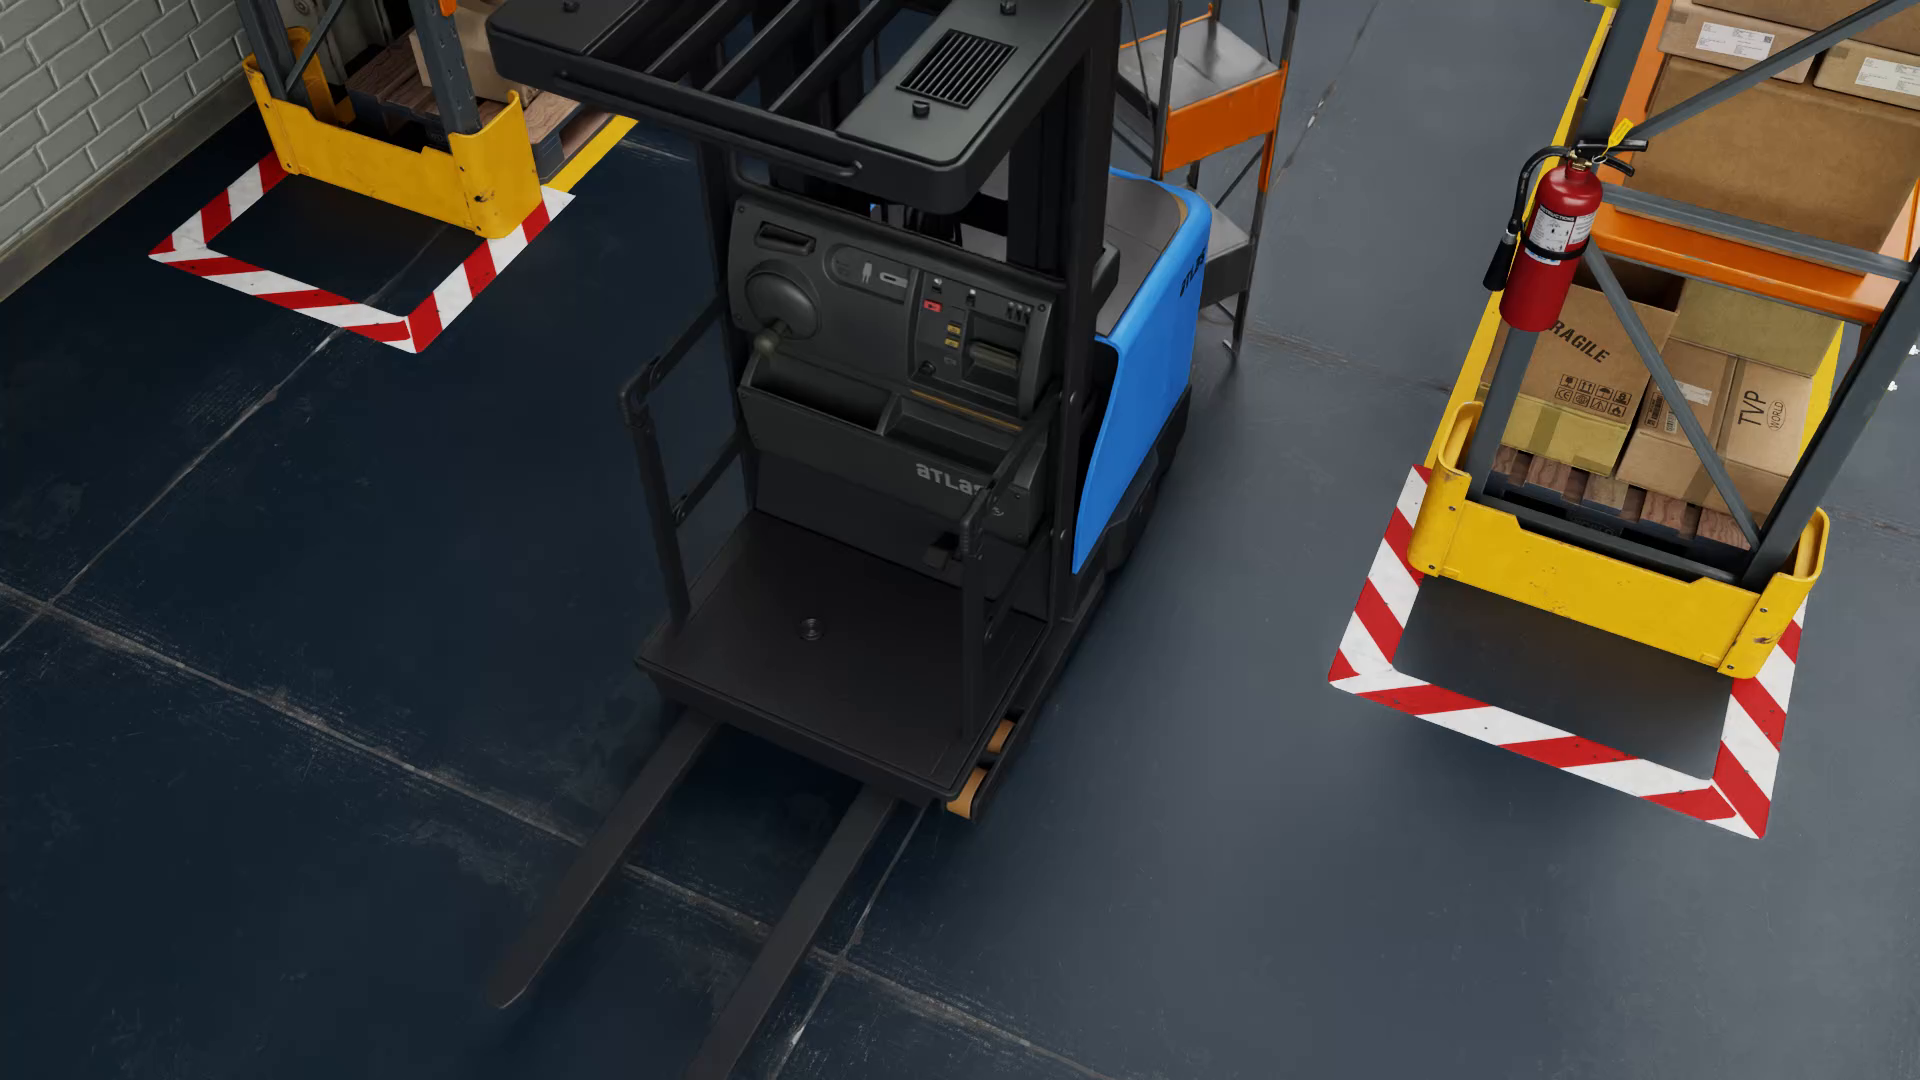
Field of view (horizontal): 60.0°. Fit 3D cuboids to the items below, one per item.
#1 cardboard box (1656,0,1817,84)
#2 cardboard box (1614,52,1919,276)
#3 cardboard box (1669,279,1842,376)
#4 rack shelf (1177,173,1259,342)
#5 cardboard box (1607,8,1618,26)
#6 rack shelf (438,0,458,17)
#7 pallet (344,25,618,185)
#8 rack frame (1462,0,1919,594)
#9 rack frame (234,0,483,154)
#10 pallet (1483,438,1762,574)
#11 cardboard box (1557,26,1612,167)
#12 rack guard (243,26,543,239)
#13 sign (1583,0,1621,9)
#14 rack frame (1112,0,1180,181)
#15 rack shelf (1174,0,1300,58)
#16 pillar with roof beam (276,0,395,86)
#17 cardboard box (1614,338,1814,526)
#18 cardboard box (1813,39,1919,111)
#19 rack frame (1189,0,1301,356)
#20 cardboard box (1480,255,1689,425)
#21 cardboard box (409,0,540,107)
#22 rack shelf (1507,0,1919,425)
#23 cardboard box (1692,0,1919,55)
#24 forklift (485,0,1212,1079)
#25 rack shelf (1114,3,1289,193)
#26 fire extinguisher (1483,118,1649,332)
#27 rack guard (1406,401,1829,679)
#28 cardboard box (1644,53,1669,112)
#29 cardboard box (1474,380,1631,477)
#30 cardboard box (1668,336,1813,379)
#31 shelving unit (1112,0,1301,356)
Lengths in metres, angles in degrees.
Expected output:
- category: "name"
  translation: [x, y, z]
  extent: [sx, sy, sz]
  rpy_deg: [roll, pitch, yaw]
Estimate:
- category: "cardboard box"
  translation: [2.111, -1.399, 4.480]
  extent: [0.380, 0.149, 0.250]
  rpy_deg: [19, 52, 15]
- category: "cardboard box"
  translation: [2.332, -1.181, 4.720]
  extent: [0.700, 0.500, 0.500]
  rpy_deg: [20, 52, 16]
- category: "cardboard box"
  translation: [2.763, -0.962, 5.636]
  extent: [0.500, 0.500, 0.500]
  rpy_deg: [20, 52, 16]
- category: "rack shelf"
  translation: [0.748, -0.955, 6.121]
  extent: [0.480, 0.518, 0.431]
  rpy_deg: [-25, 54, -20]
- category: "cardboard box"
  translation: [2.709, -1.823, 6.369]
  extent: [0.500, 0.500, 0.500]
  rpy_deg: [20, 52, 16]
- category: "rack shelf"
  translation: [-1.506, -3.585, 7.303]
  extent: [1.077, 0.370, 4.000]
  rpy_deg: [20, 52, 16]
- category: "pallet"
  translation: [-1.948, -2.138, 7.430]
  extent: [1.003, 0.211, 1.213]
  rpy_deg: [20, 52, 16]
- category: "rack frame"
  translation: [2.121, -0.832, 4.488]
  extent: [1.000, 3.000, 0.127]
  rpy_deg: [20, 52, 16]
- category: "rack frame"
  translation: [-2.360, -2.441, 5.857]
  extent: [1.000, 3.000, 0.127]
  rpy_deg: [20, 52, 16]
- category: "pallet"
  translation: [2.409, -0.468, 6.010]
  extent: [1.003, 0.211, 1.213]
  rpy_deg: [20, 52, 16]
- category: "cardboard box"
  translation: [2.495, -1.479, 6.076]
  extent: [0.500, 0.500, 0.500]
  rpy_deg: [20, 52, 16]
- category: "rack guard"
  translation: [-2.327, -1.683, 6.854]
  extent: [1.175, 0.500, 0.348]
  rpy_deg: [20, 52, 16]
- category: "sign"
  translation: [1.636, -1.470, 4.115]
  extent: [0.100, 0.325, 0.005]
  rpy_deg: [20, 52, 16]
- category: "rack frame"
  translation: [0.541, -1.320, 5.494]
  extent: [0.015, 2.100, 0.400]
  rpy_deg: [-25, 54, -20]
- category: "rack shelf"
  translation: [0.748, -1.863, 5.055]
  extent: [0.480, 0.518, 0.431]
  rpy_deg: [-25, 54, -20]
- category: "pillar with roof beam"
  translation: [1.049, -3.748, 3.030]
  extent: [9.100, 9.000, 0.400]
  rpy_deg: [20, 52, 16]
- category: "cardboard box"
  translation: [2.551, -0.374, 5.628]
  extent: [0.500, 0.250, 0.500]
  rpy_deg: [20, 52, 16]
- category: "cardboard box"
  translation: [2.483, -1.274, 4.373]
  extent: [0.380, 0.149, 0.250]
  rpy_deg: [19, 52, 16]
- category: "rack frame"
  translation: [0.955, -1.516, 5.661]
  extent: [0.015, 2.100, 0.400]
  rpy_deg: [-25, 54, -20]
- category: "cardboard box"
  translation: [2.081, -0.786, 5.486]
  extent: [0.500, 0.500, 0.500]
  rpy_deg: [20, 52, 16]
- category: "cardboard box"
  translation: [-1.983, -2.159, 7.094]
  extent: [0.500, 0.311, 0.500]
  rpy_deg: [14, 51, 12]
- category: "rack shelf"
  translation: [2.975, -1.976, 5.934]
  extent: [1.077, 0.370, 4.000]
  rpy_deg: [20, 52, 16]
- category: "cardboard box"
  translation: [2.354, -1.638, 4.257]
  extent: [0.700, 0.500, 0.500]
  rpy_deg: [20, 52, 16]
- category: "forklift"
  translation: [-0.292, -0.503, 4.253]
  extent: [1.130, 2.935, 3.031]
  rpy_deg: [21, 53, 17]
- category: "rack shelf"
  translation: [0.748, -1.409, 5.588]
  extent: [0.480, 0.518, 0.431]
  rpy_deg: [-25, 54, -20]
- category: "fire extinguisher"
  translation: [1.650, -0.876, 4.577]
  extent: [0.296, 0.674, 0.183]
  rpy_deg: [20, 52, 16]
- category: "rack guard"
  translation: [2.110, -0.005, 5.426]
  extent: [1.175, 0.500, 0.348]
  rpy_deg: [20, 52, 16]
- category: "cardboard box"
  translation: [2.552, -1.545, 5.029]
  extent: [0.700, 0.500, 0.500]
  rpy_deg: [21, 53, 17]
- category: "cardboard box"
  translation: [2.082, -0.542, 5.771]
  extent: [0.500, 0.250, 0.500]
  rpy_deg: [20, 52, 16]
- category: "cardboard box"
  translation: [2.761, -0.719, 5.922]
  extent: [0.500, 0.250, 0.500]
  rpy_deg: [20, 52, 16]
- category: "shelving unit"
  translation: [0.748, -1.418, 5.577]
  extent: [0.503, 2.100, 0.431]
  rpy_deg: [-25, 54, -20]
